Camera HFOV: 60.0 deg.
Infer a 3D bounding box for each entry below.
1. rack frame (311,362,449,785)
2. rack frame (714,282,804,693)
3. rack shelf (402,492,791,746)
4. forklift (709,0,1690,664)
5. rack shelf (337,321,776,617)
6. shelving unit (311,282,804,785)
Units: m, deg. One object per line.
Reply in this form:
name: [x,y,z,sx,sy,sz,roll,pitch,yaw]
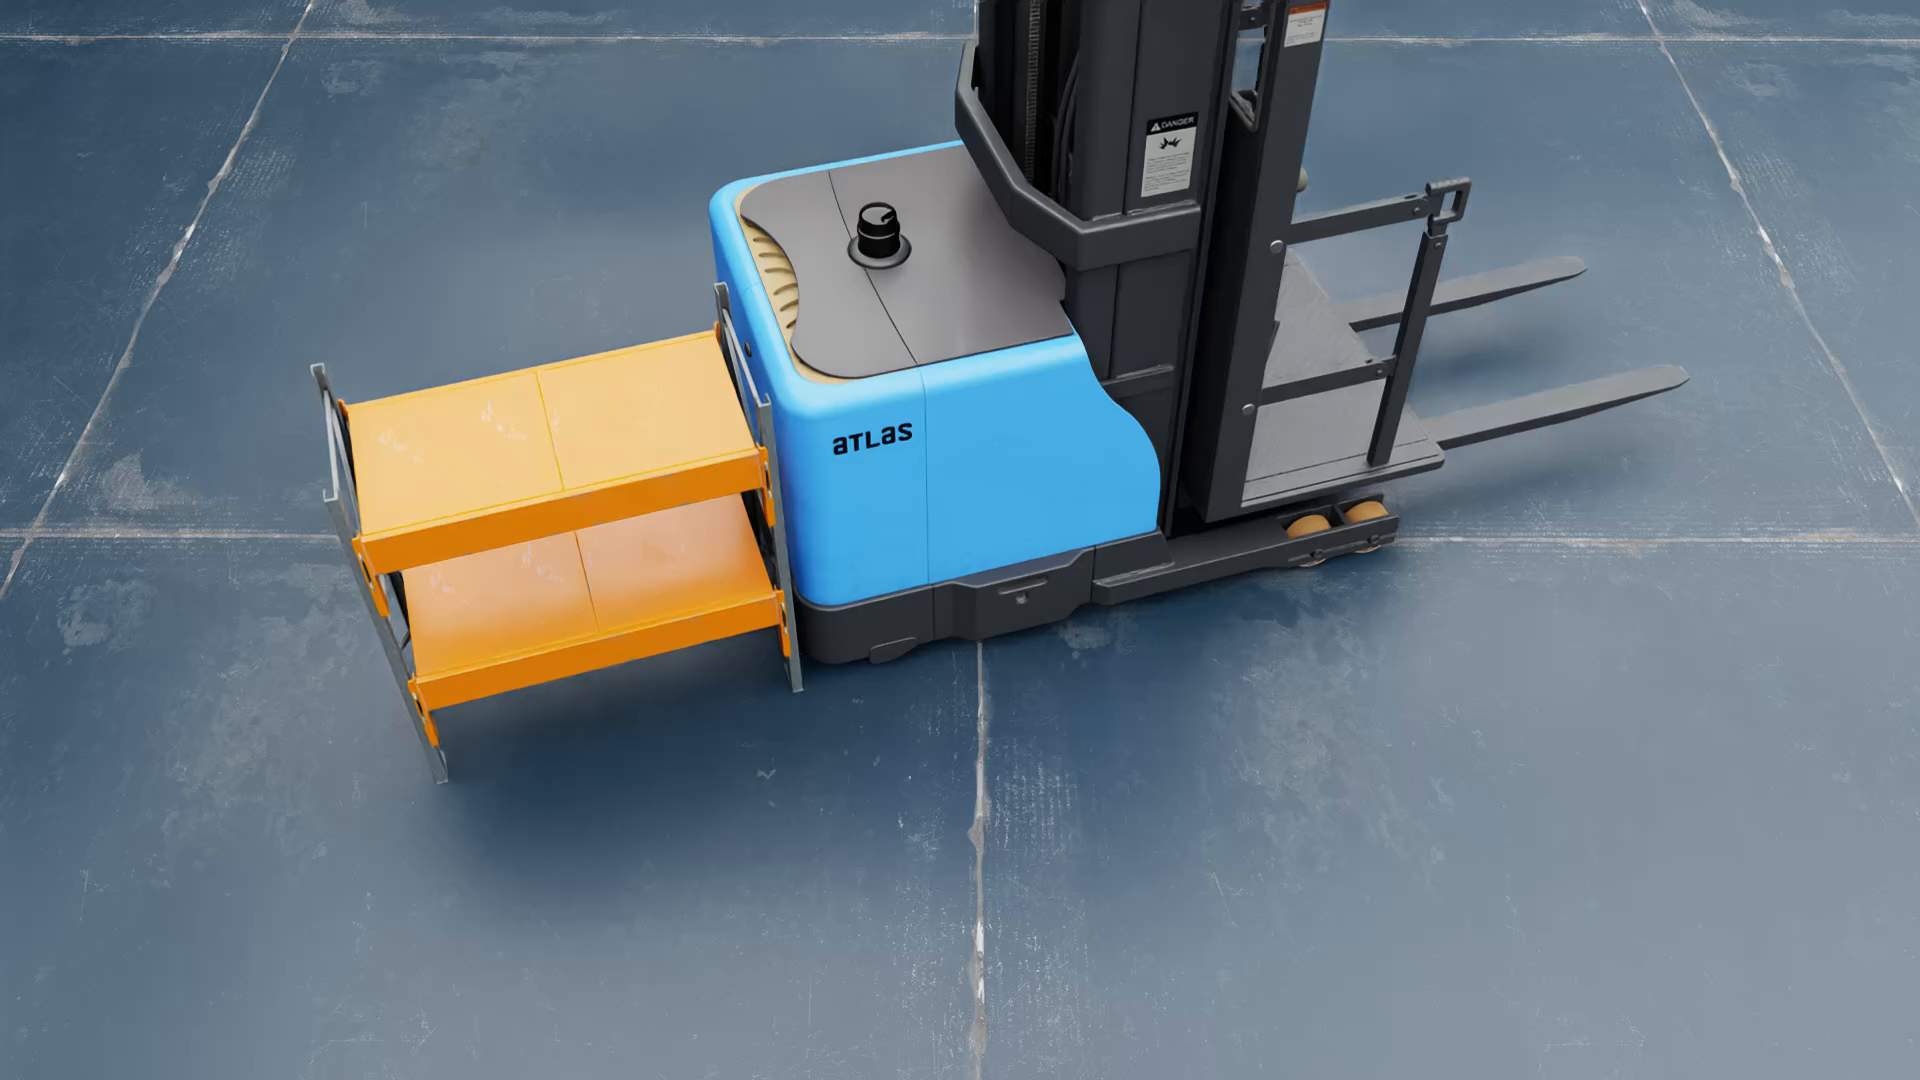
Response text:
rack frame: [-1.514,0.120,4.370,0.032,1.125,0.500,-14,49,-12]
rack frame: [-0.549,-0.114,4.588,0.032,1.125,0.500,-14,49,-12]
rack shelf: [-1.032,0.169,4.658,1.000,0.278,0.538,-14,49,-12]
forklift: [0.847,-1.272,4.432,3.031,2.935,1.130,-13,48,-12]
rack shelf: [-1.032,-0.197,4.265,1.000,0.278,0.538,-14,49,-12]
shelving unit: [-1.032,0.003,4.479,1.048,1.125,0.538,-14,49,-12]
